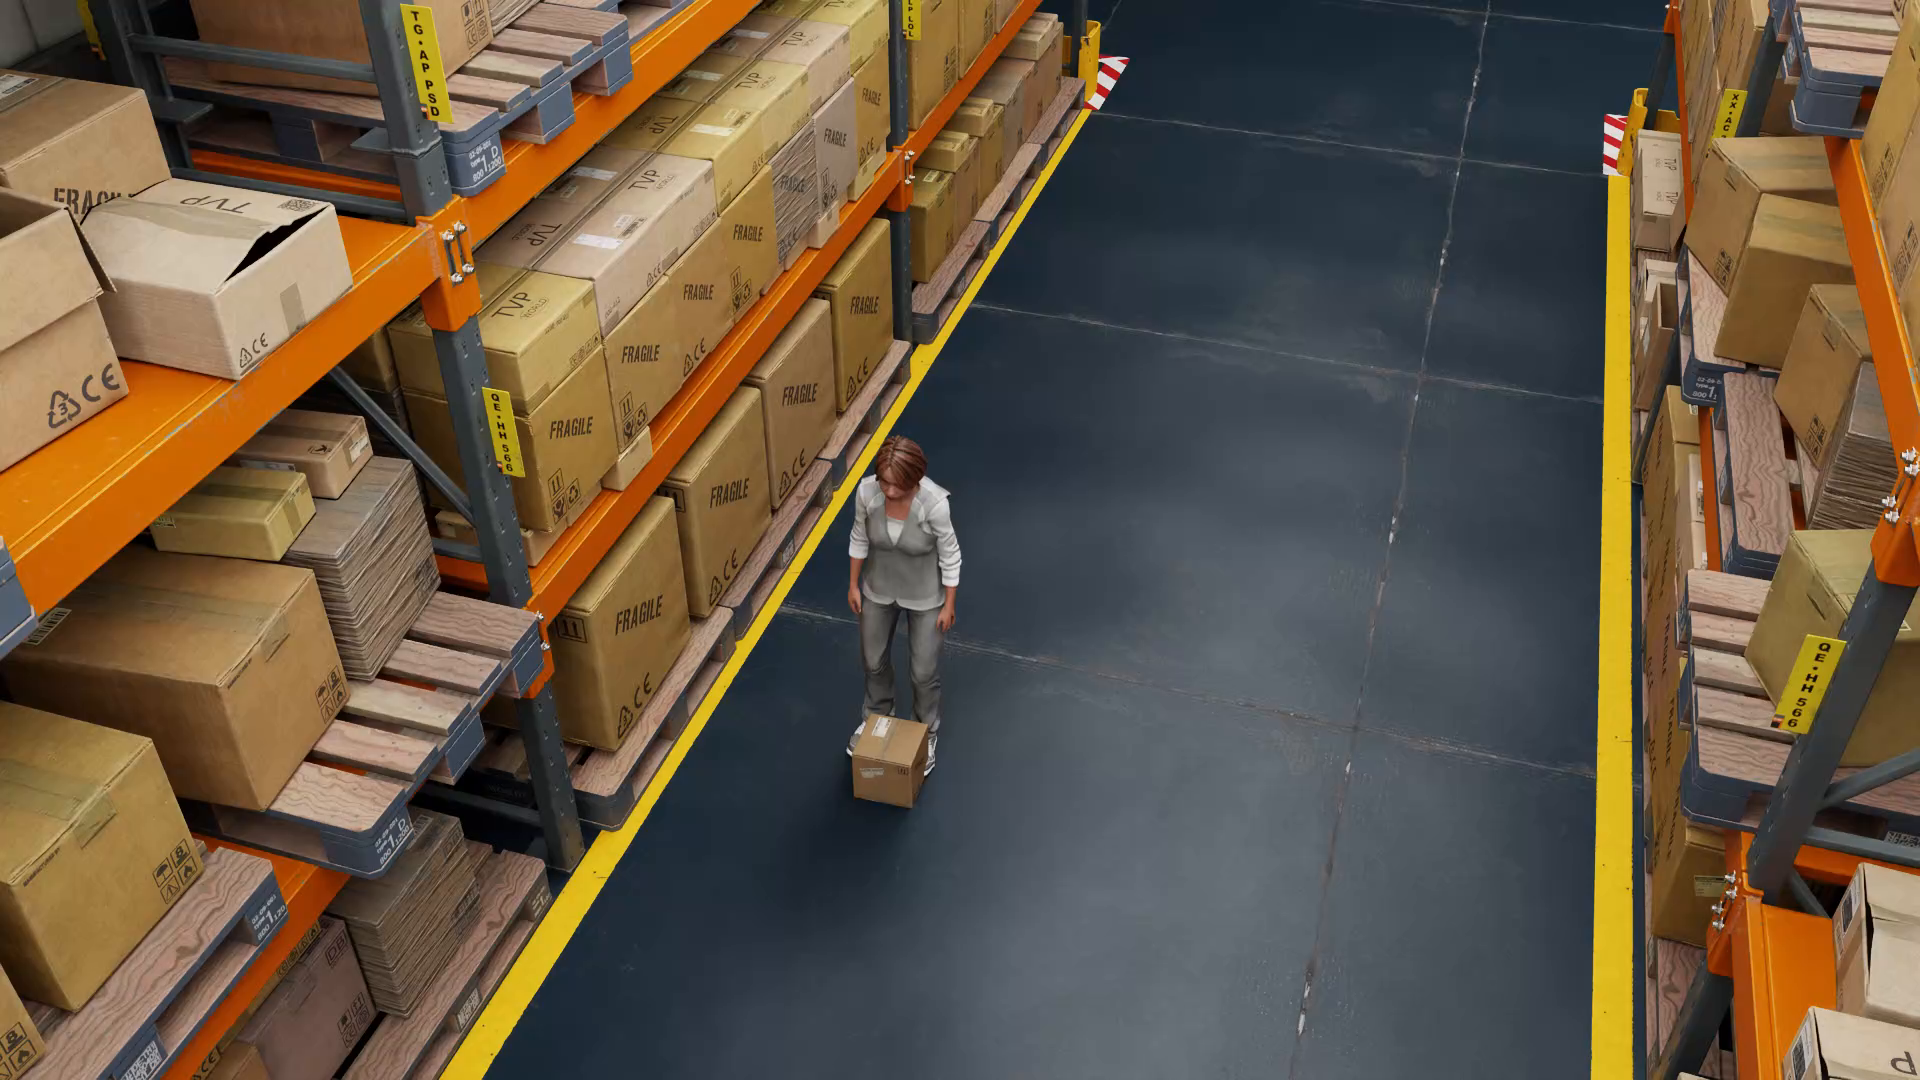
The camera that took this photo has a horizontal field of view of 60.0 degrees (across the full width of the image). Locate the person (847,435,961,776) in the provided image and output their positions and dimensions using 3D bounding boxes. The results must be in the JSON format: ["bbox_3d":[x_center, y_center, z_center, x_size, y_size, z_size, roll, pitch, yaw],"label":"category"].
[{"bbox_3d":[-0.227,0.239,6.588,0.459,1.591,0.372,10,39,13],"label":"person"}]
